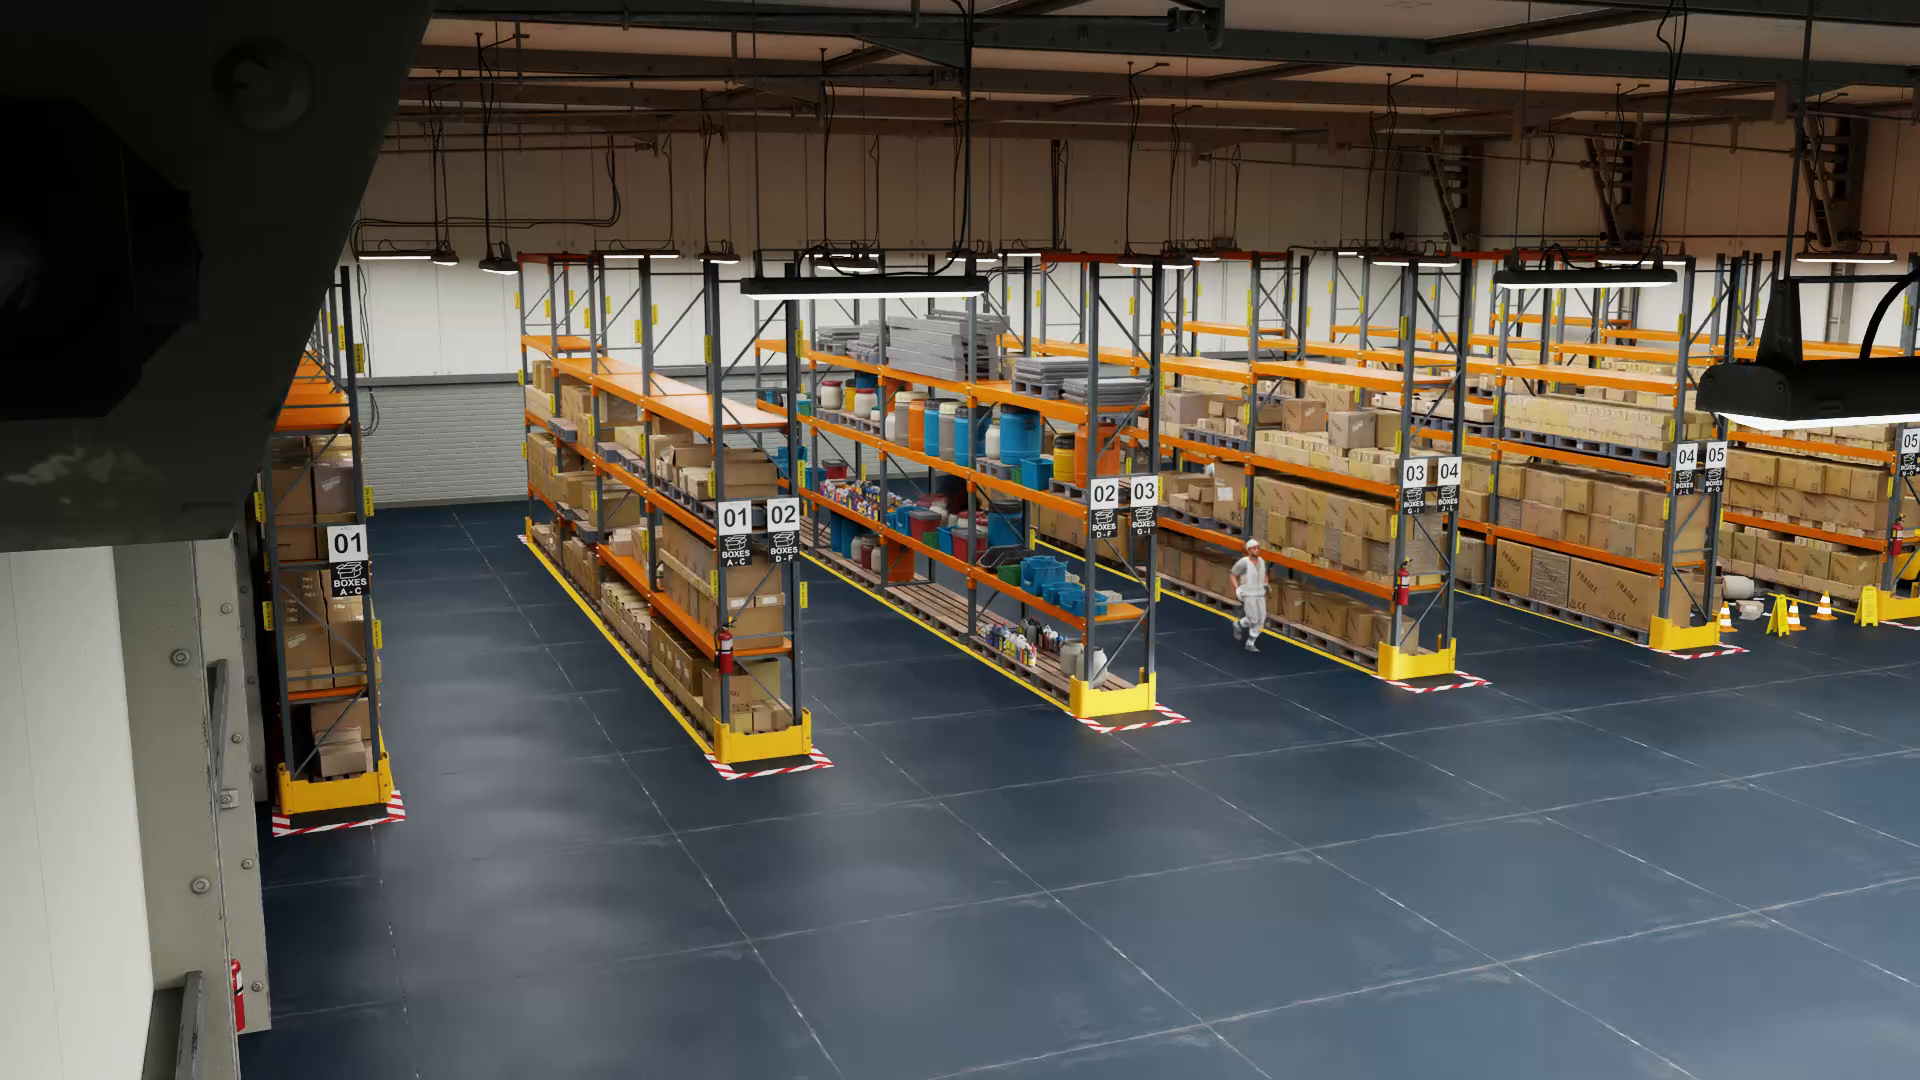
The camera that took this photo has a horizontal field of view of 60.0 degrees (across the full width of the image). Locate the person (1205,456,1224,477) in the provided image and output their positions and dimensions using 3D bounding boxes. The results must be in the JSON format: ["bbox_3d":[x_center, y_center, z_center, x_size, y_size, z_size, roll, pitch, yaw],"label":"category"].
[{"bbox_3d":[5.485,-1.006,35.616,0.679,1.834,0.966,-4,11,-21],"label":"person"}]

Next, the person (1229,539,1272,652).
[{"bbox_3d":[4.479,0.849,25.527,0.662,1.737,0.600,-5,12,-26],"label":"person"}]

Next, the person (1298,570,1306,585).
[{"bbox_3d":[6.216,0.024,30.348,0.576,1.681,0.615,-4,11,-21],"label":"person"}]

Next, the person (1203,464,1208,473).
[{"bbox_3d":[6.216,-2.021,41.390,0.700,1.737,0.593,-9,13,-39],"label":"person"}]
